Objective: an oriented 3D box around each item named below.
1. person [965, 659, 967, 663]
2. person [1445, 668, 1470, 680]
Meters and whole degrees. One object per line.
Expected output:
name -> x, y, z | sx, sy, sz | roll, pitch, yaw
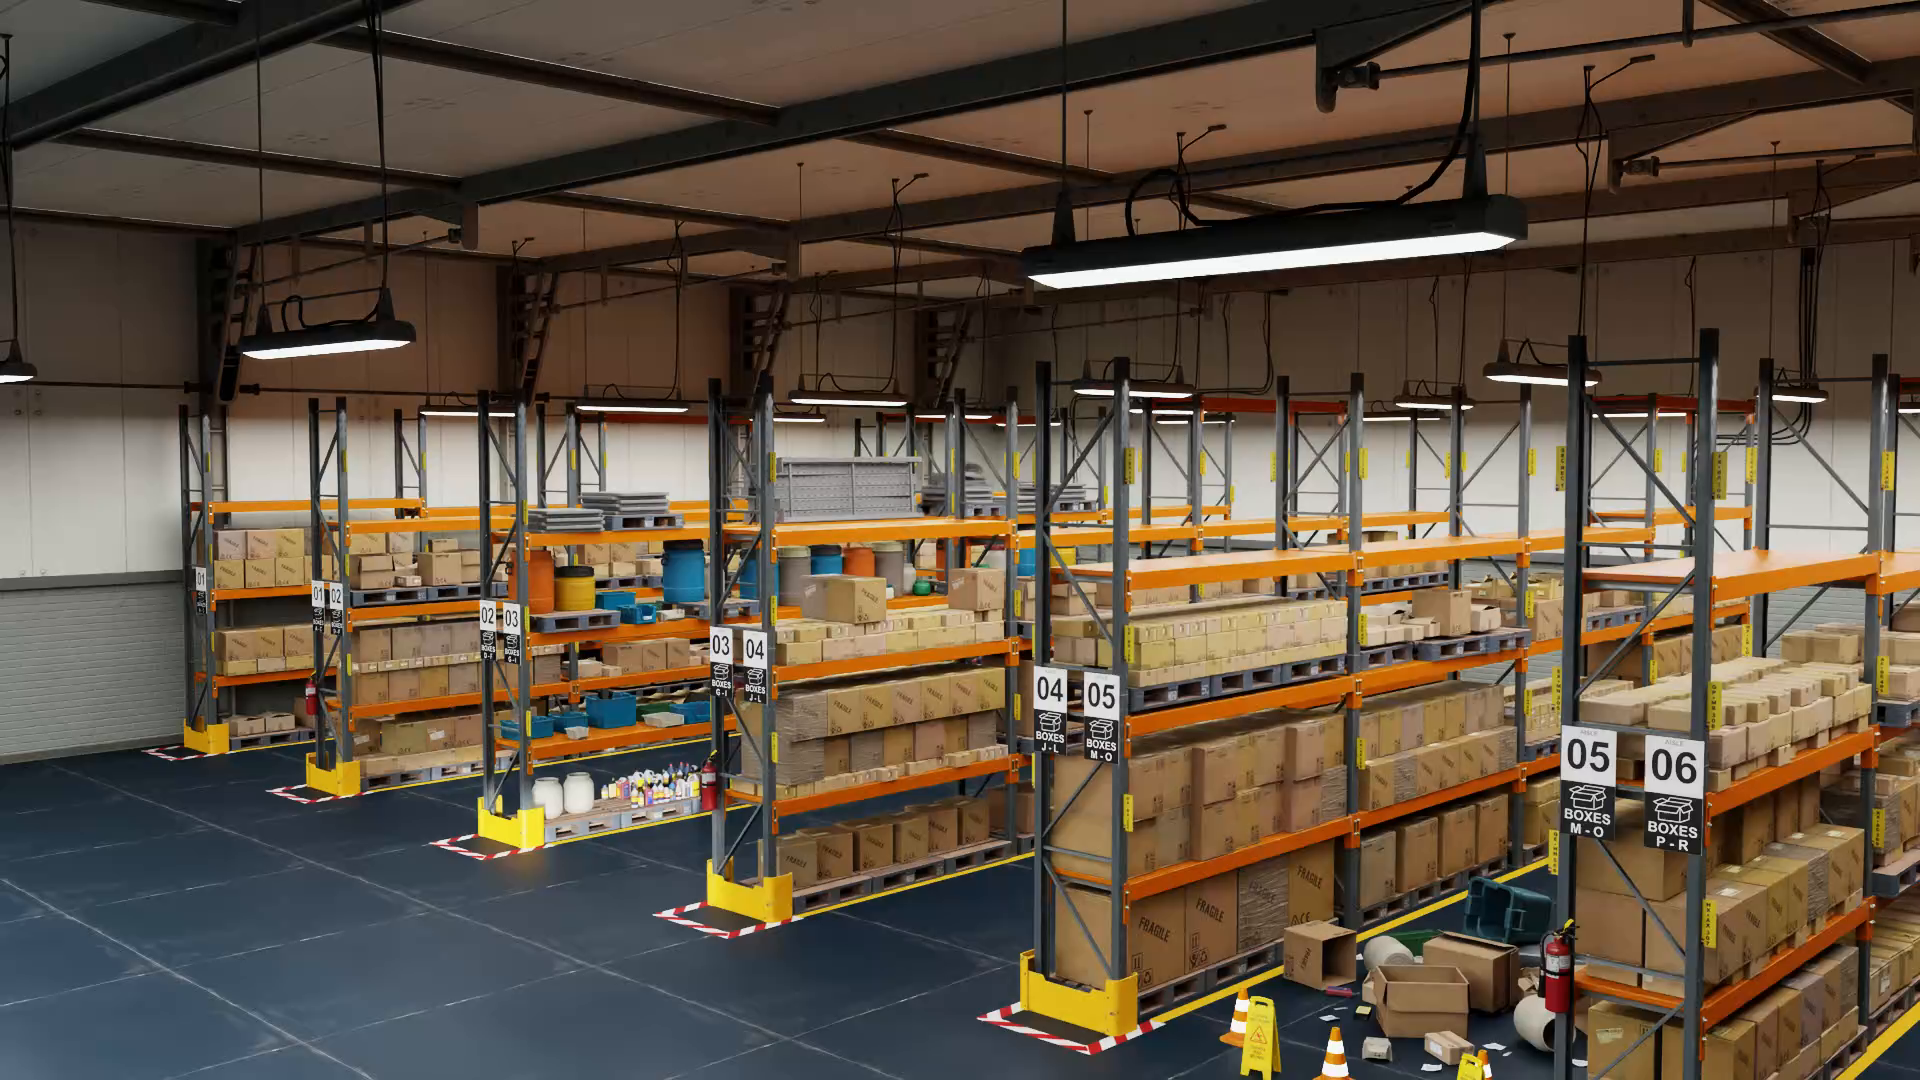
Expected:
person -> 0.384, 2.799, 31.070 | 0.958, 1.462, 0.519 | -1, 3, -26
person -> 9.322, 2.763, 31.883 | 0.821, 1.528, 0.709 | 0, 3, 4
